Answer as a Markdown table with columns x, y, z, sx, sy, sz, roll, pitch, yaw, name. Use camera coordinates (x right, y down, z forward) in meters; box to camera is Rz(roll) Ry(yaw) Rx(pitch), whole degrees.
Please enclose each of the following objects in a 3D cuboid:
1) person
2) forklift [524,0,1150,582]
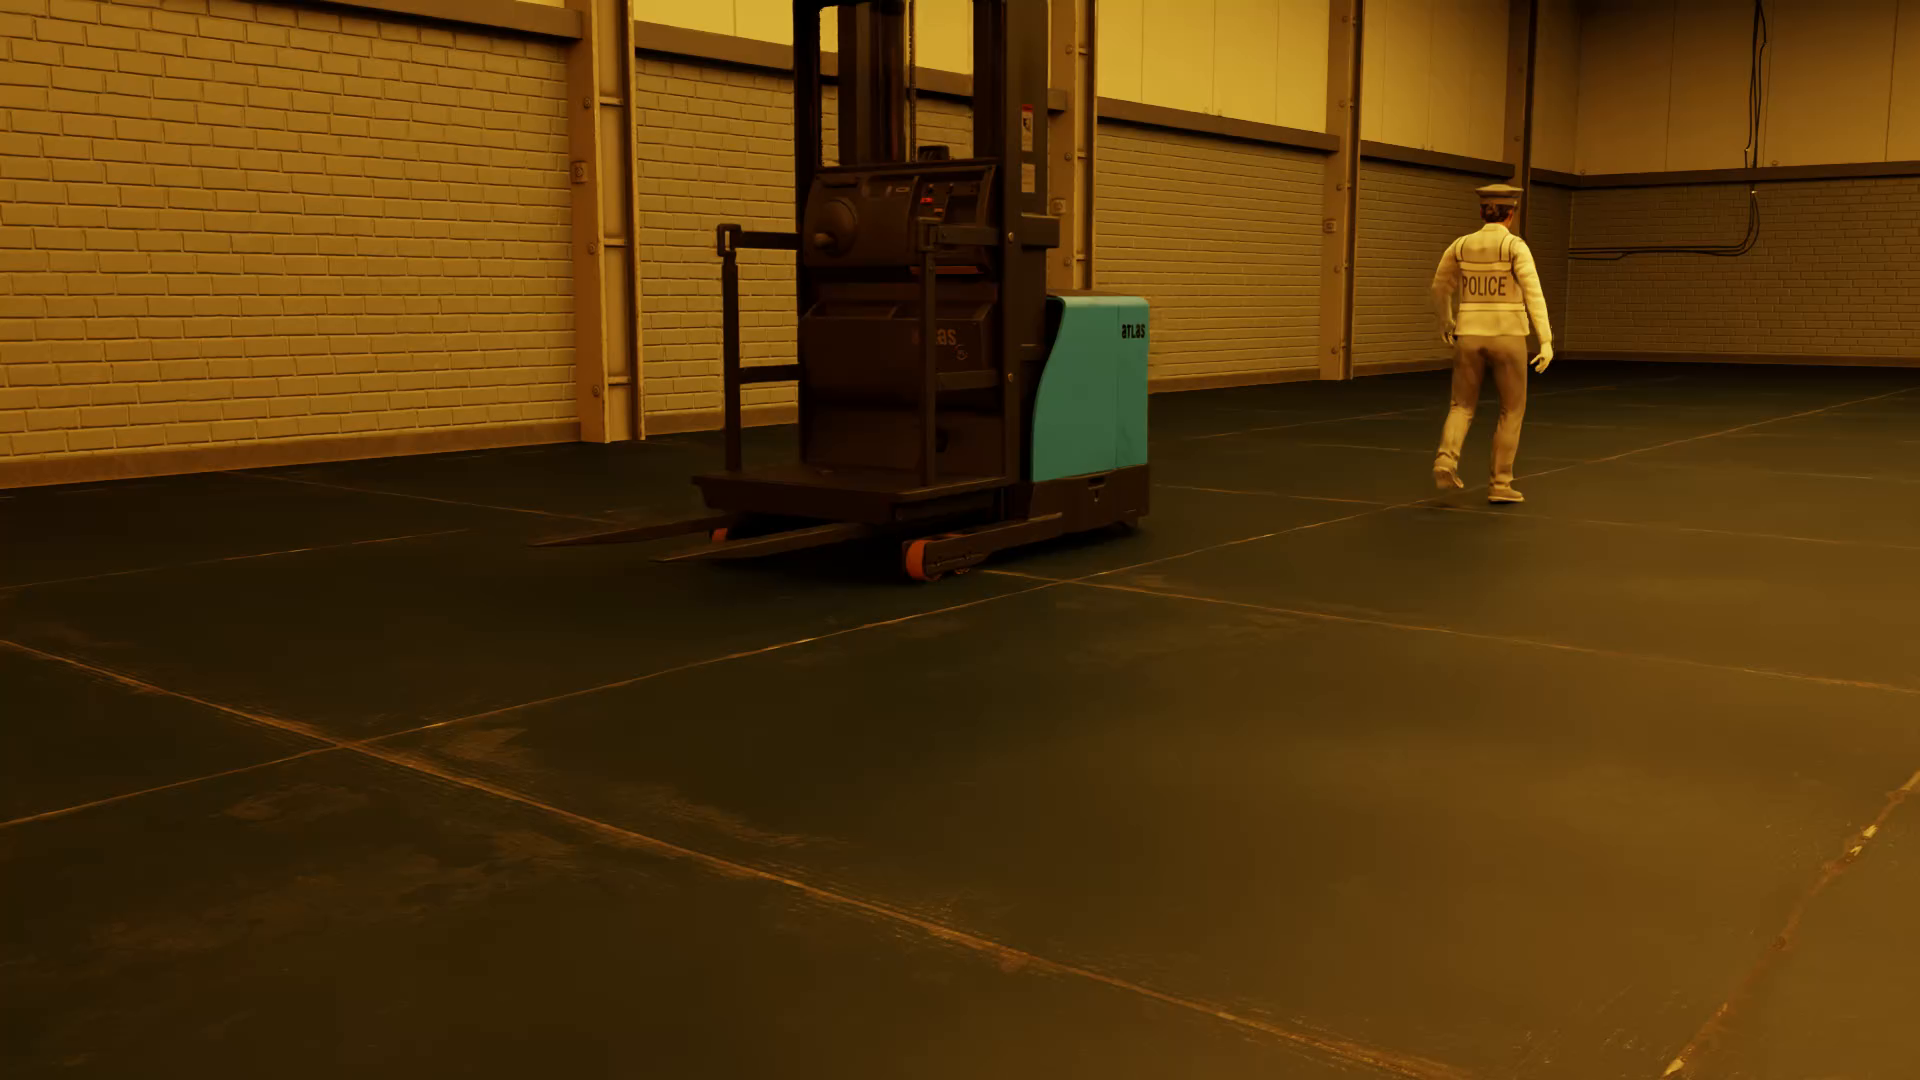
| x | y | z | sx | sy | sz | roll | pitch | yaw | name |
| --- | --- | --- | --- | --- | --- | --- | --- | --- | --- |
| 2.752 | -1.008 | 8.630 | 0.753 | 1.652 | 0.591 | 7 | 11 | 39 | person |
| -0.377 | -1.368 | 6.631 | 1.130 | 2.935 | 3.031 | 6 | 10 | 35 | forklift |
